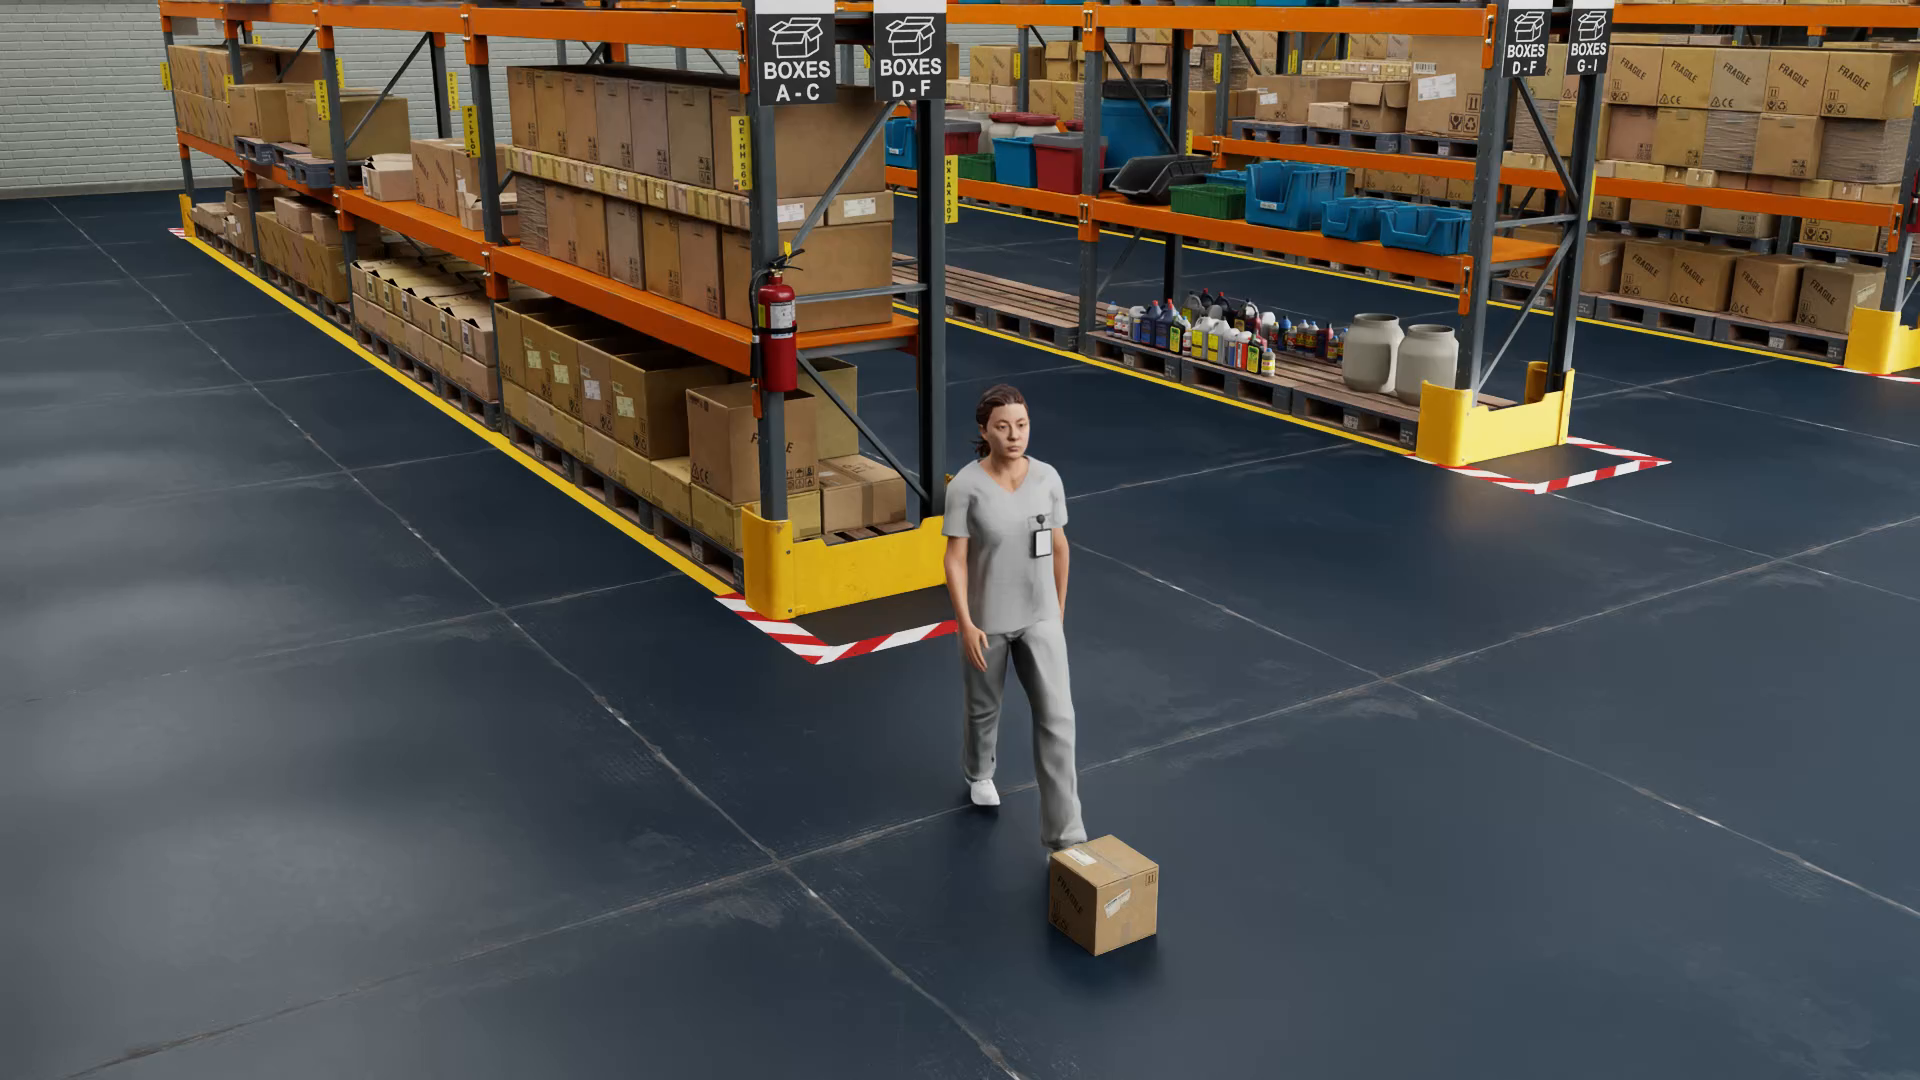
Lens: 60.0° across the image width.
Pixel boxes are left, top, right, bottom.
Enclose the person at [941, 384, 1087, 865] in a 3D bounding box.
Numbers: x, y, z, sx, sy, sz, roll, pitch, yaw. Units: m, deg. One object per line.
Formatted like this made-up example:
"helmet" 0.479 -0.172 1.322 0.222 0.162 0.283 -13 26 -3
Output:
"person" 0.176 0.286 5.683 0.469 1.613 0.961 -3 18 -9
